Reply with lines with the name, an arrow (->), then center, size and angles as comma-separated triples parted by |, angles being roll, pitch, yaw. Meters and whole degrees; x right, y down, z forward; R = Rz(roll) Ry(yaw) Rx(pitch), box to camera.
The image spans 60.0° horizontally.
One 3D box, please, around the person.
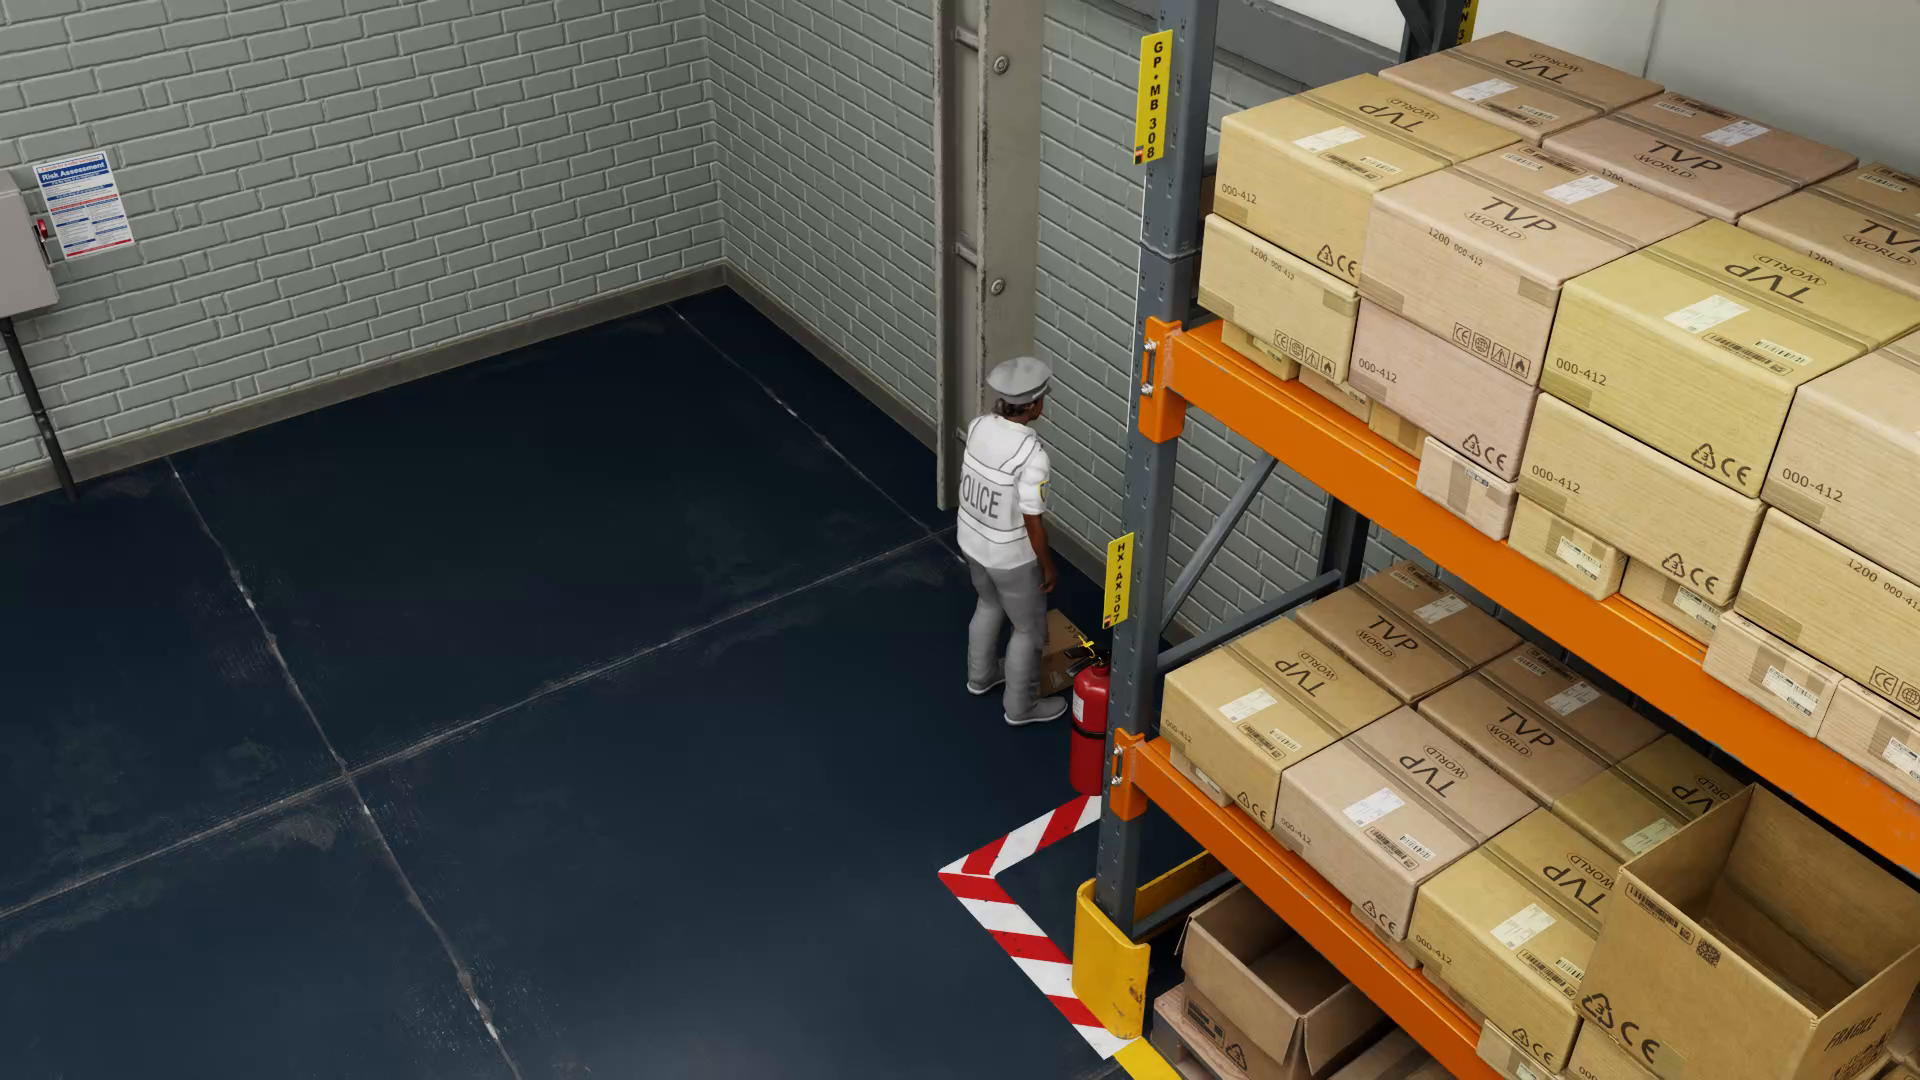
person -> 0.211, 0.028, 6.961 | 0.394, 1.662, 0.527 | -24, 43, -29
